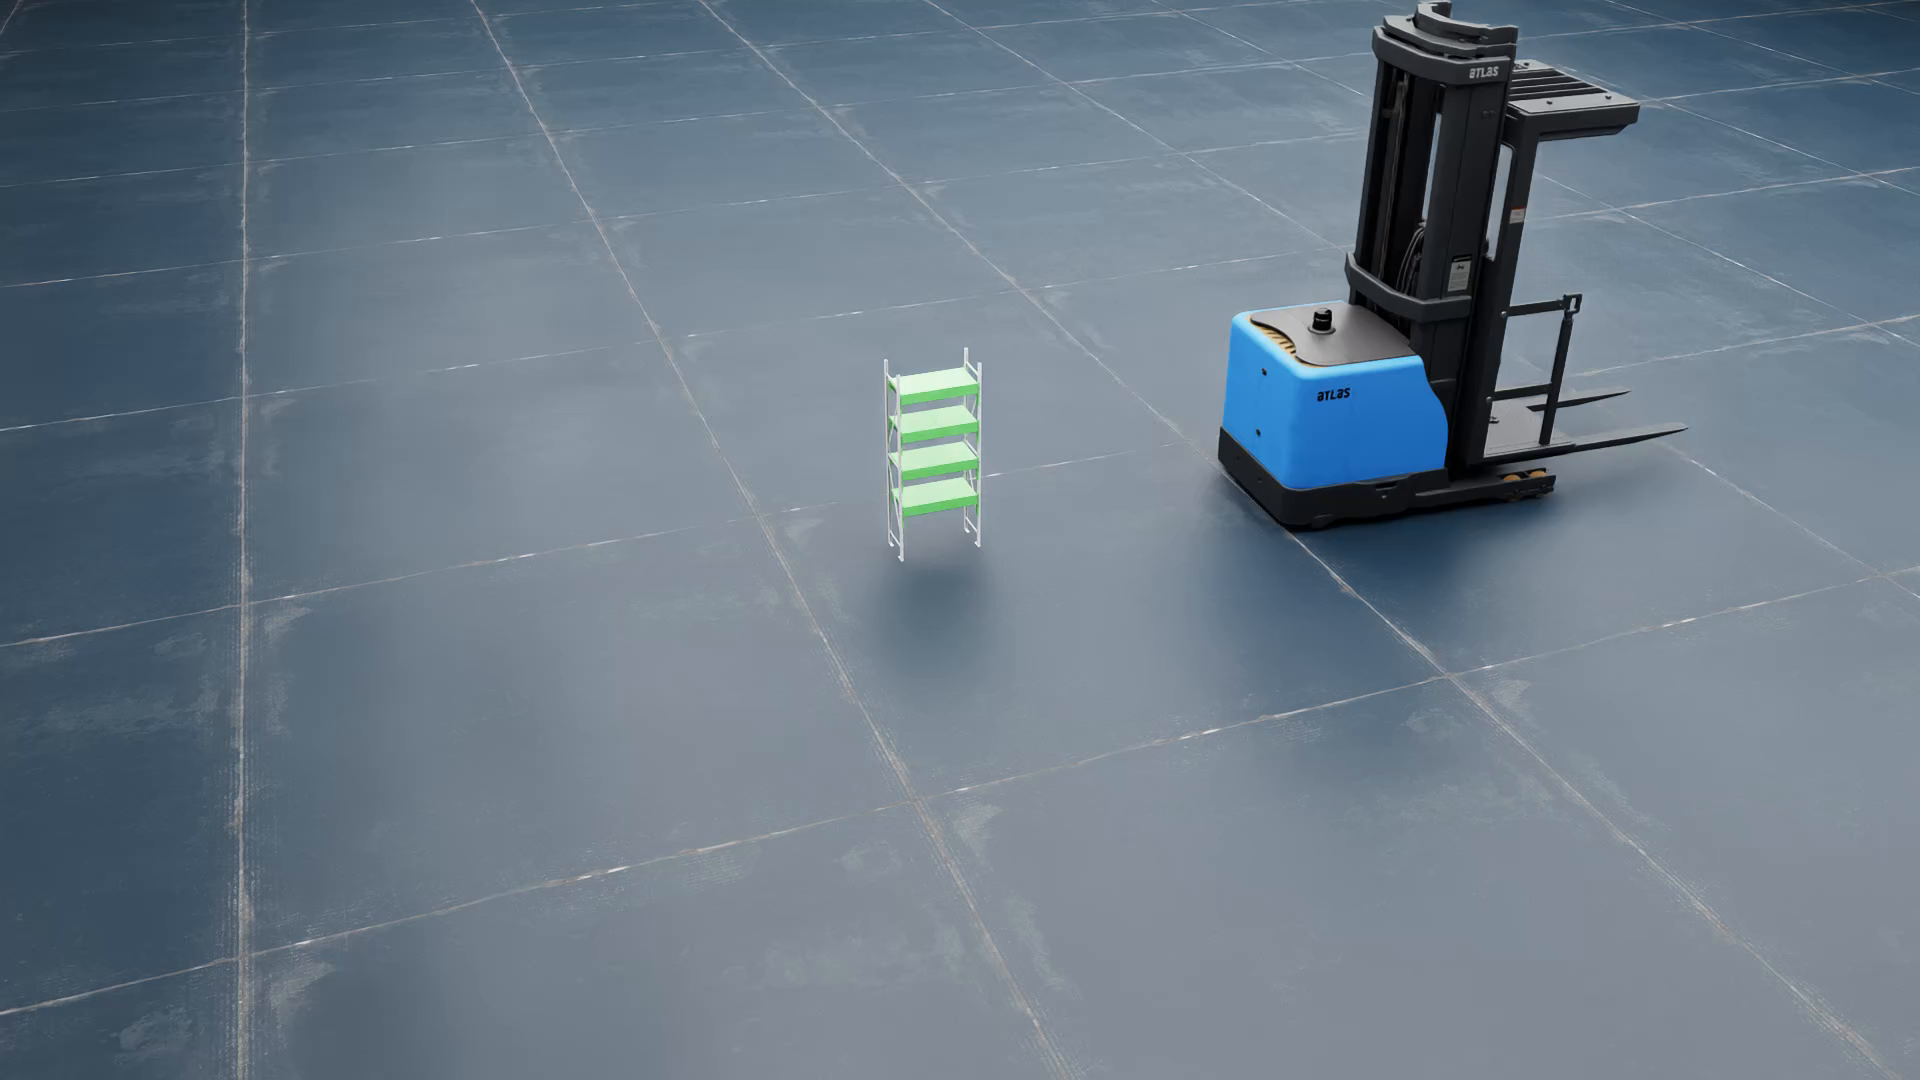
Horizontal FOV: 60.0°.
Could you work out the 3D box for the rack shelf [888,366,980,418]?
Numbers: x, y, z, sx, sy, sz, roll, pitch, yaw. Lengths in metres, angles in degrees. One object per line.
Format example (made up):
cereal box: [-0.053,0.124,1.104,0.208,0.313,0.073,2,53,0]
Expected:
rack shelf: [-0.155,-0.854,9.547,0.480,0.148,0.258,-10,31,-18]

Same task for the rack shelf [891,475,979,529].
rack shelf: [-0.155,-0.229,9.904,0.480,0.148,0.258,-10,31,-18]

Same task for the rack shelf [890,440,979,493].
rack shelf: [-0.155,-0.437,9.785,0.480,0.148,0.258,-10,31,-18]

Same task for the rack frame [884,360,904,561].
rack frame: [-0.384,-0.451,9.679,0.015,1.200,0.240,-10,31,-18]

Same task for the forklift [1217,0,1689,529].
forklift: [3.263,-1.757,10.223,3.031,2.935,1.130,-9,31,-15]

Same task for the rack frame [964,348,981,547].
rack frame: [0.074,-0.535,9.827,0.015,1.200,0.240,-10,31,-18]

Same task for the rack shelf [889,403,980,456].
rack shelf: [-0.155,-0.646,9.666,0.480,0.148,0.258,-10,31,-18]

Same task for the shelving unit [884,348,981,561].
shelving unit: [-0.155,-0.493,9.753,0.503,1.200,0.258,-10,31,-18]
